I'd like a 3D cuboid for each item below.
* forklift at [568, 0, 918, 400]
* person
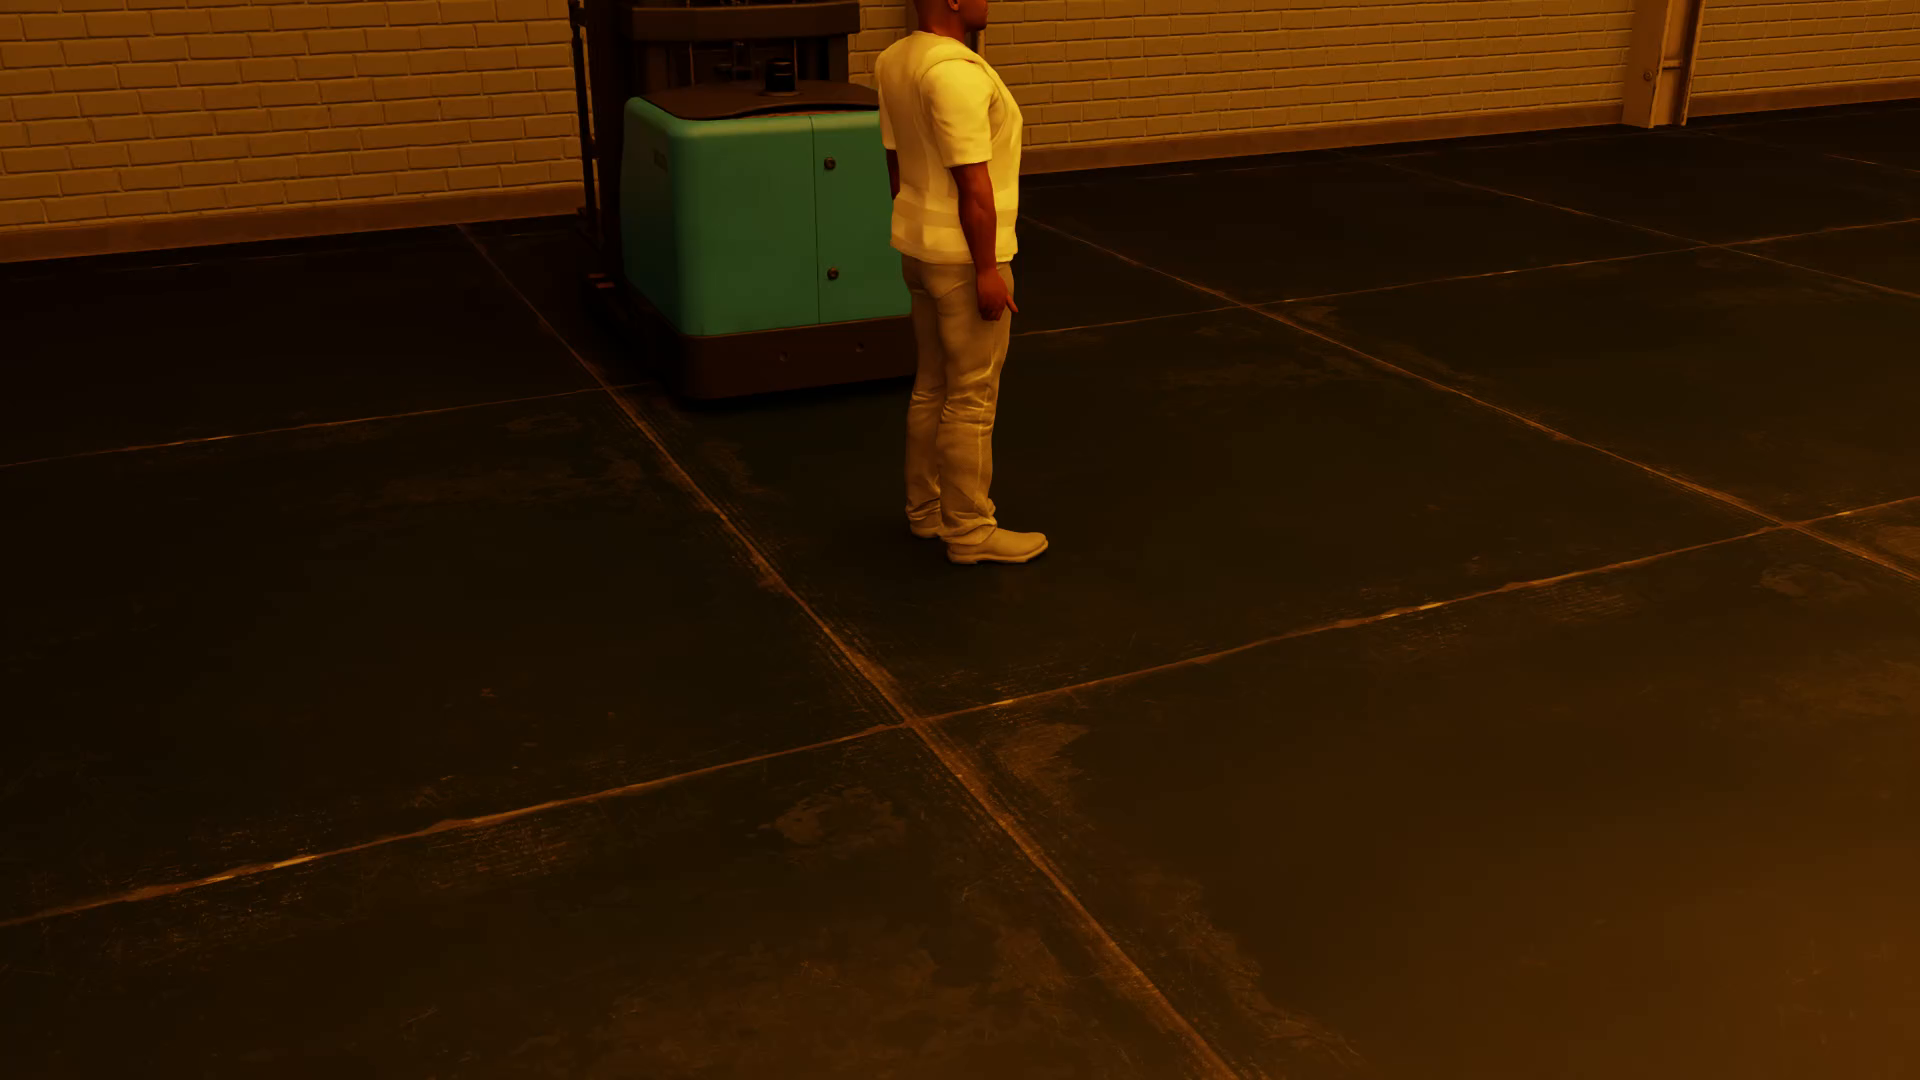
[{"bbox_3d":[-1.108,-2.408,7.083,1.130,2.935,3.031,-9,24,-21],"label":"forklift"},{"bbox_3d":[-0.002,-0.816,4.770,0.395,1.770,0.556,-10,25,-23],"label":"person"}]
